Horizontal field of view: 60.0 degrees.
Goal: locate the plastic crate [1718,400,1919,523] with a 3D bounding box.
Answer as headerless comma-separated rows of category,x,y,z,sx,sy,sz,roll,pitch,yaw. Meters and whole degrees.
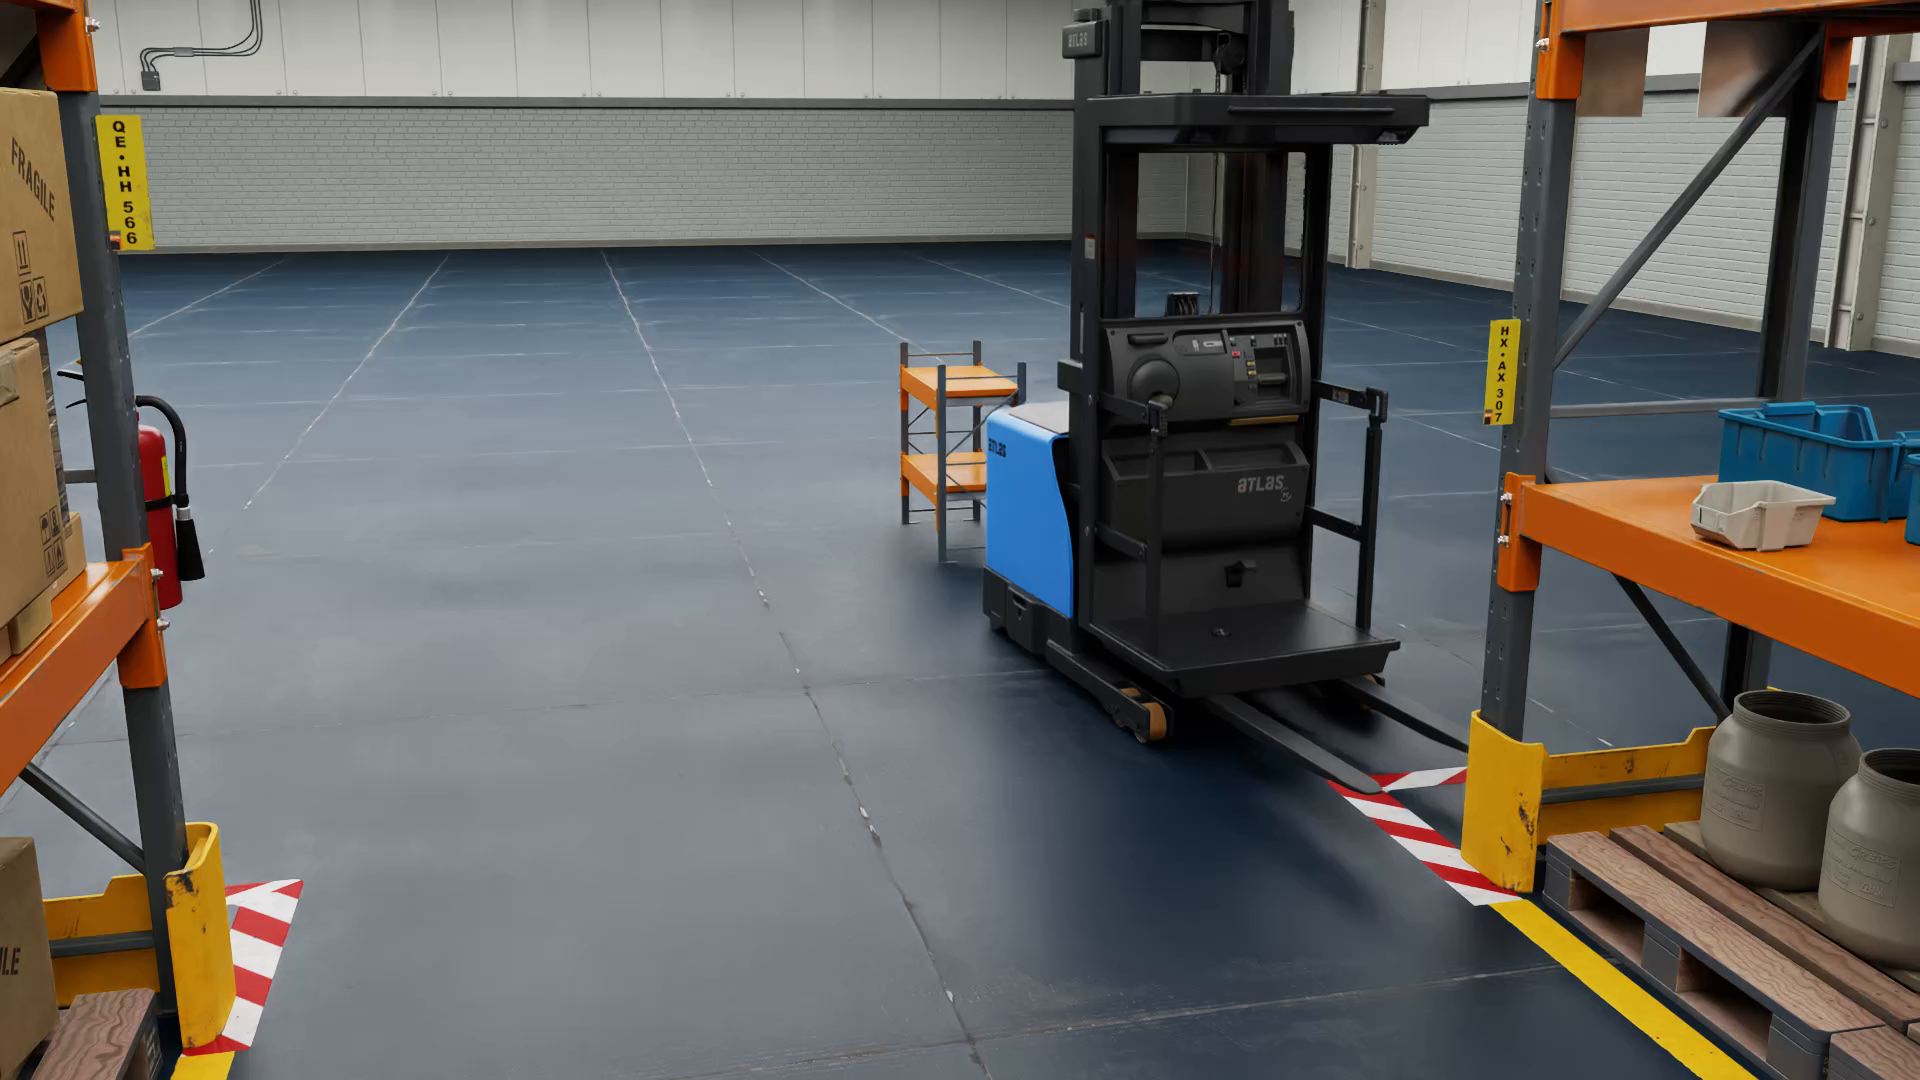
plastic crate,2.621,-0.242,4.912,0.499,0.251,0.616,-3,14,-13

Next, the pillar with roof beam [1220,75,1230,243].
pillar with roof beam,1.617,-10.447,33.729,9.100,9.000,0.400,-3,14,-13

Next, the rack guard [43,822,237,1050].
rack guard,-2.584,1.094,4.394,1.175,0.500,0.348,-3,14,-13

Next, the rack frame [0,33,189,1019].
rack frame,-2.602,-0.137,4.169,1.000,3.000,0.127,-3,14,-13

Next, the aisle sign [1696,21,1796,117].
aisle sign,2.484,-1.709,5.126,0.394,0.787,0.004,-3,14,-13

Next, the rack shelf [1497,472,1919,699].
rack shelf,2.682,0.397,3.496,1.077,0.370,4.000,-3,14,-13

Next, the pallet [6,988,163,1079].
pallet,-2.428,1.424,3.653,1.003,0.211,1.213,-3,14,-13

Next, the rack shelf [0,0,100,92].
rack shelf,-2.132,-0.784,2.010,1.077,0.370,4.000,-3,14,-13

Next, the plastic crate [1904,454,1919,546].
plastic crate,2.768,-0.092,4.298,0.499,0.251,0.408,-3,14,-13

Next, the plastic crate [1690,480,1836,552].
plastic crate,2.110,-0.061,4.412,0.298,0.136,0.250,-3,14,-13

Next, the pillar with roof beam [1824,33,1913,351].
pillar with roof beam,5.845,-6.295,16.732,9.100,9.000,0.400,-3,14,-13

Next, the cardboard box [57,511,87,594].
cardboard box,-2.334,0.039,3.977,0.380,0.149,0.250,-3,14,-13

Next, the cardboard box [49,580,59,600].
cardboard box,-2.276,0.097,3.741,0.380,0.149,0.250,-3,14,-13

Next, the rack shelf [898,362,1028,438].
rack shelf,0.002,-0.829,9.718,0.538,0.278,1.000,-3,14,-13

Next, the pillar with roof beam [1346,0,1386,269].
pillar with roof beam,3.026,-9.063,28.064,9.100,9.000,0.400,-3,14,-13

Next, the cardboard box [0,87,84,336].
cardboard box,-2.233,-0.703,3.540,0.500,0.500,0.500,-3,14,-13

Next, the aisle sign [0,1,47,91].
aisle sign,-2.325,-1.431,3.987,0.394,0.787,0.004,-3,14,-13

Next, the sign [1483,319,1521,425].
sign,1.677,-0.518,5.145,0.100,0.325,0.005,-3,14,-13

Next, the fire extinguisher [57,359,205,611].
fire extinguisher,-2.181,-0.152,4.391,0.296,0.674,0.183,-3,14,-13

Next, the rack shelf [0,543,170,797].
rack shelf,-2.132,0.674,2.366,1.077,0.370,4.000,-3,14,-13

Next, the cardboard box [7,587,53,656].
cardboard box,-2.168,0.151,3.516,0.380,0.149,0.250,-3,14,-13

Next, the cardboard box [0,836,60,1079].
cardboard box,-2.472,1.018,3.822,0.500,0.500,0.500,-1,14,-3

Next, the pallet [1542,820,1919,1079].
pallet,2.462,1.144,4.801,1.003,0.211,1.213,-3,14,-13

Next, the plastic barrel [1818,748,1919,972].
plastic barrel,2.559,0.854,4.467,0.421,0.512,0.421,0,14,0

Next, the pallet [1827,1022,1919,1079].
pallet,2.745,1.425,3.651,1.003,0.211,1.213,-3,14,-13

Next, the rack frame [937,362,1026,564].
rack frame,0.121,-0.428,9.307,0.500,1.125,0.032,-3,14,-13

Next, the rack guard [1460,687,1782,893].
rack guard,2.276,0.816,5.535,1.175,0.500,0.348,-3,14,-13

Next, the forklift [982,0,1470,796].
forklift,1.118,-0.726,6.721,1.130,2.935,3.031,-5,15,-21

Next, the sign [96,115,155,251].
sign,-2.058,-0.880,4.102,0.100,0.325,0.005,-3,14,-13

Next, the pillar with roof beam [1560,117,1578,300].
pillar with roof beam,4.436,-7.679,22.398,9.100,9.000,0.400,-3,14,-13

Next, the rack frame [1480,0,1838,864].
rack frame,2.212,-0.413,5.299,1.000,3.000,0.127,-3,14,-13

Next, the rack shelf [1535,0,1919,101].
rack shelf,2.682,-1.060,3.140,1.077,0.370,4.000,-3,14,-13

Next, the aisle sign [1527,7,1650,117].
aisle sign,1.911,-1.677,4.992,0.394,0.787,0.004,-3,14,-13

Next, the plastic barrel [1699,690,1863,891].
plastic barrel,2.441,0.739,4.940,0.421,0.512,0.421,0,14,0

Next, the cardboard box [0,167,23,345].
cardboard box,-2.110,-0.588,3.069,0.500,0.500,0.500,-3,14,-13

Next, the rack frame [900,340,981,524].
rack frame,-0.118,-0.662,10.267,0.500,1.125,0.032,-3,14,-13

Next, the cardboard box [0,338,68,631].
cardboard box,-2.265,-0.093,3.151,0.875,0.500,0.500,-3,14,-13

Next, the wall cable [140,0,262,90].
wall cable,-14.992,-11.863,32.356,2.305,6.003,0.169,-3,14,-13

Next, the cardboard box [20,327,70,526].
cardboard box,-2.500,-0.202,3.596,0.875,0.500,0.500,-3,14,-13

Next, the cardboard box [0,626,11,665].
cardboard box,-2.124,0.210,3.277,0.380,0.149,0.250,-3,14,-13

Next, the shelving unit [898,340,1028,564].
shelving unit,0.002,-0.545,9.787,0.538,1.125,1.048,-3,14,-13

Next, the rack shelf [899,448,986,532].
rack shelf,0.002,-0.307,9.845,0.538,0.278,1.000,-3,14,-13
